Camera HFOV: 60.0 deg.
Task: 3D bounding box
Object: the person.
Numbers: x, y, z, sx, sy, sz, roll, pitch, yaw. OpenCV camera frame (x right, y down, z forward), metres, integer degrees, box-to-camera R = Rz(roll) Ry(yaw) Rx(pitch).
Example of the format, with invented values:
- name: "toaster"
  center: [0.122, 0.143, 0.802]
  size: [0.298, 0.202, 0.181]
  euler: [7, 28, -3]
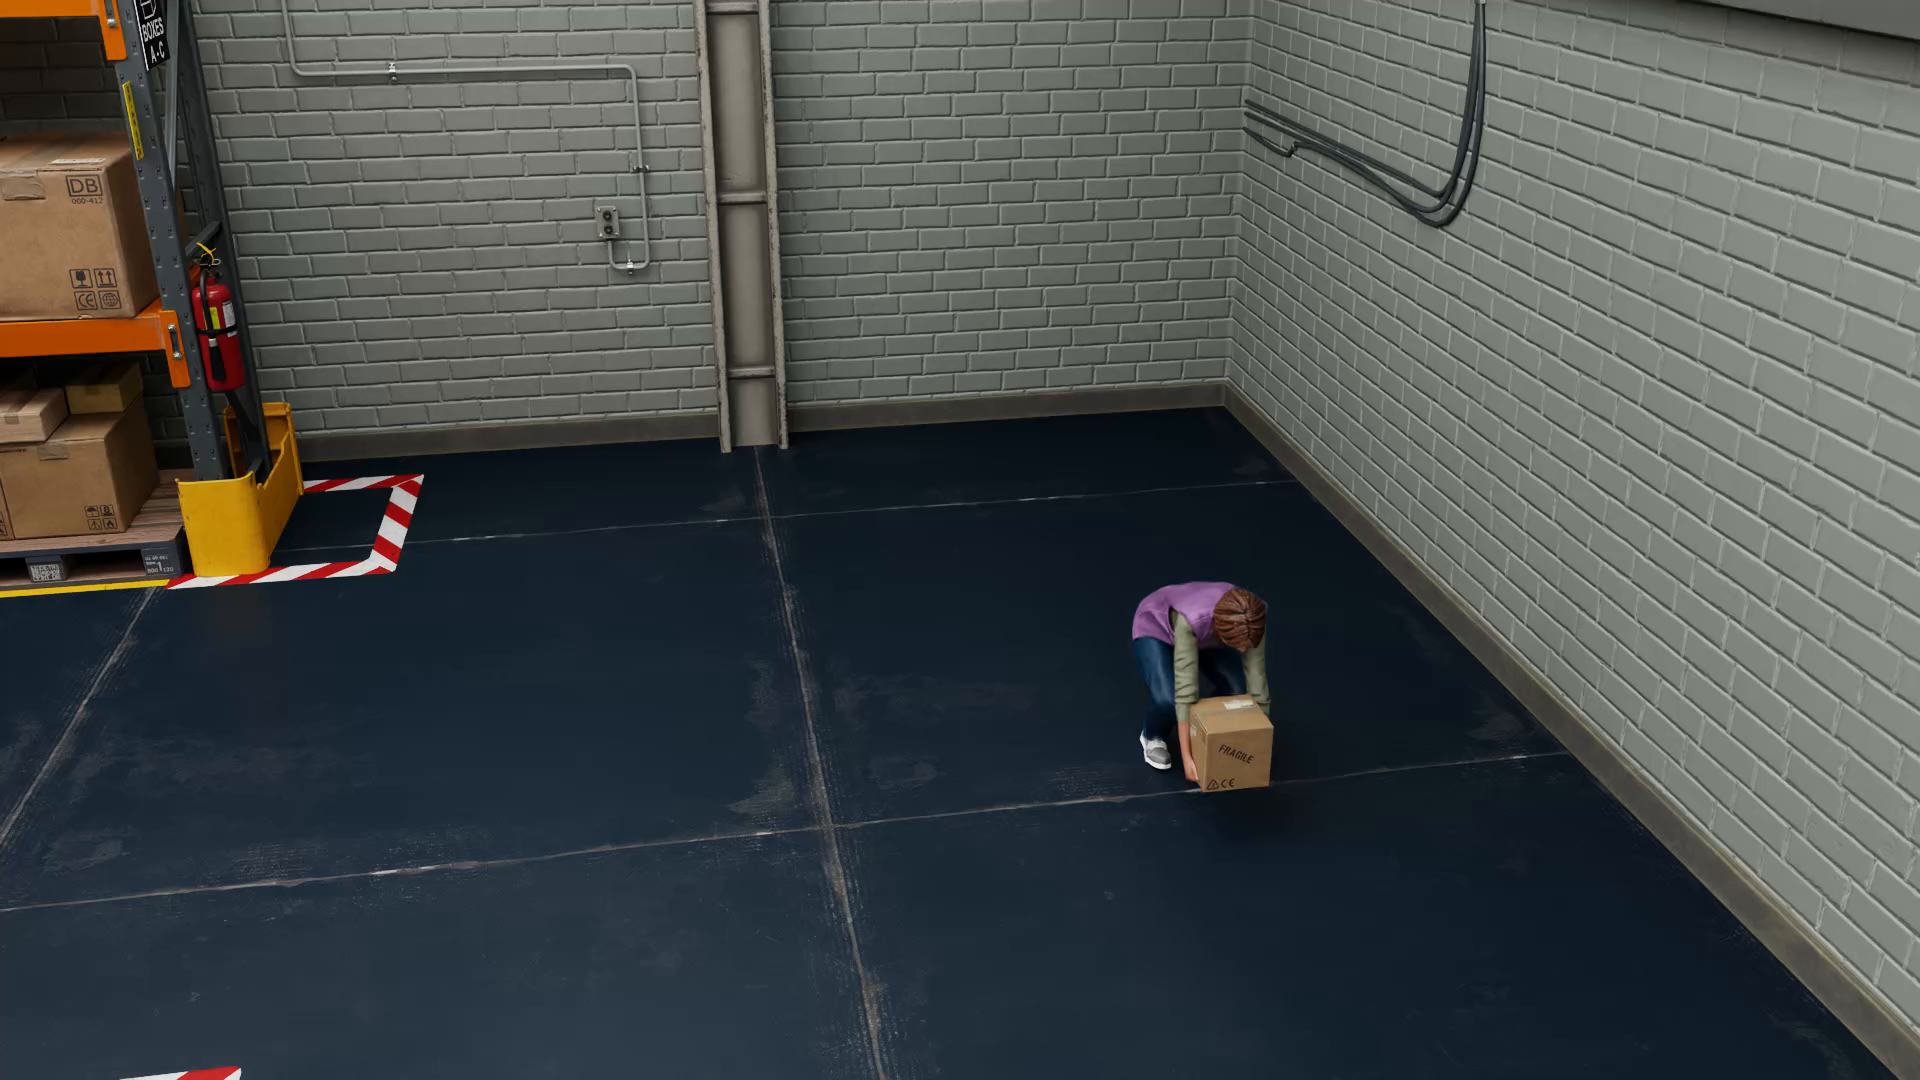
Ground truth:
- name: "person"
  center: [0.921, 0.501, 6.353]
  size: [0.421, 0.893, 0.844]
  euler: [-5, 24, -11]
